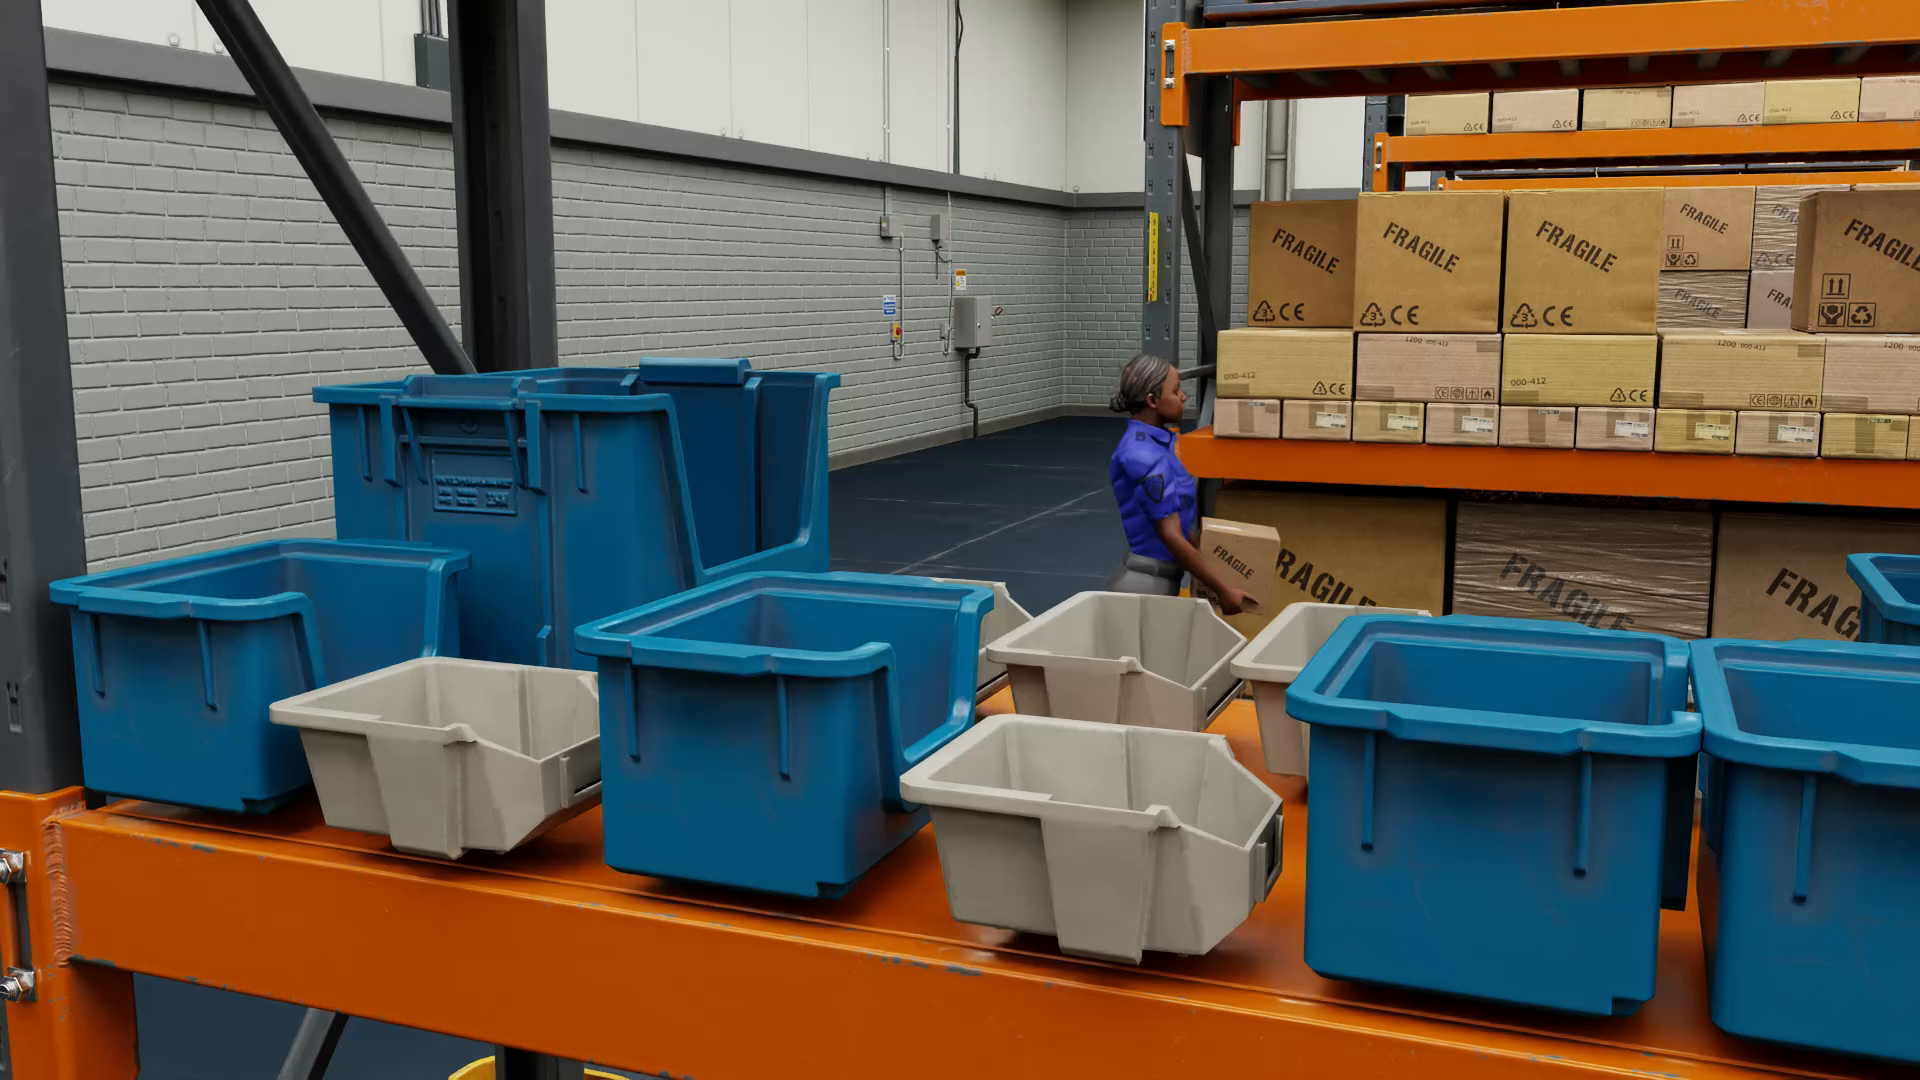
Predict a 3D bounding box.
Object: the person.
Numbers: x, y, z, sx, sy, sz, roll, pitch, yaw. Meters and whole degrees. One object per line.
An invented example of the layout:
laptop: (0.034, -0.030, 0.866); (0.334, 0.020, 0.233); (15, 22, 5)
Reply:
person: (0.722, 0.222, 5.471); (0.505, 1.656, 0.436); (1, 9, 7)
